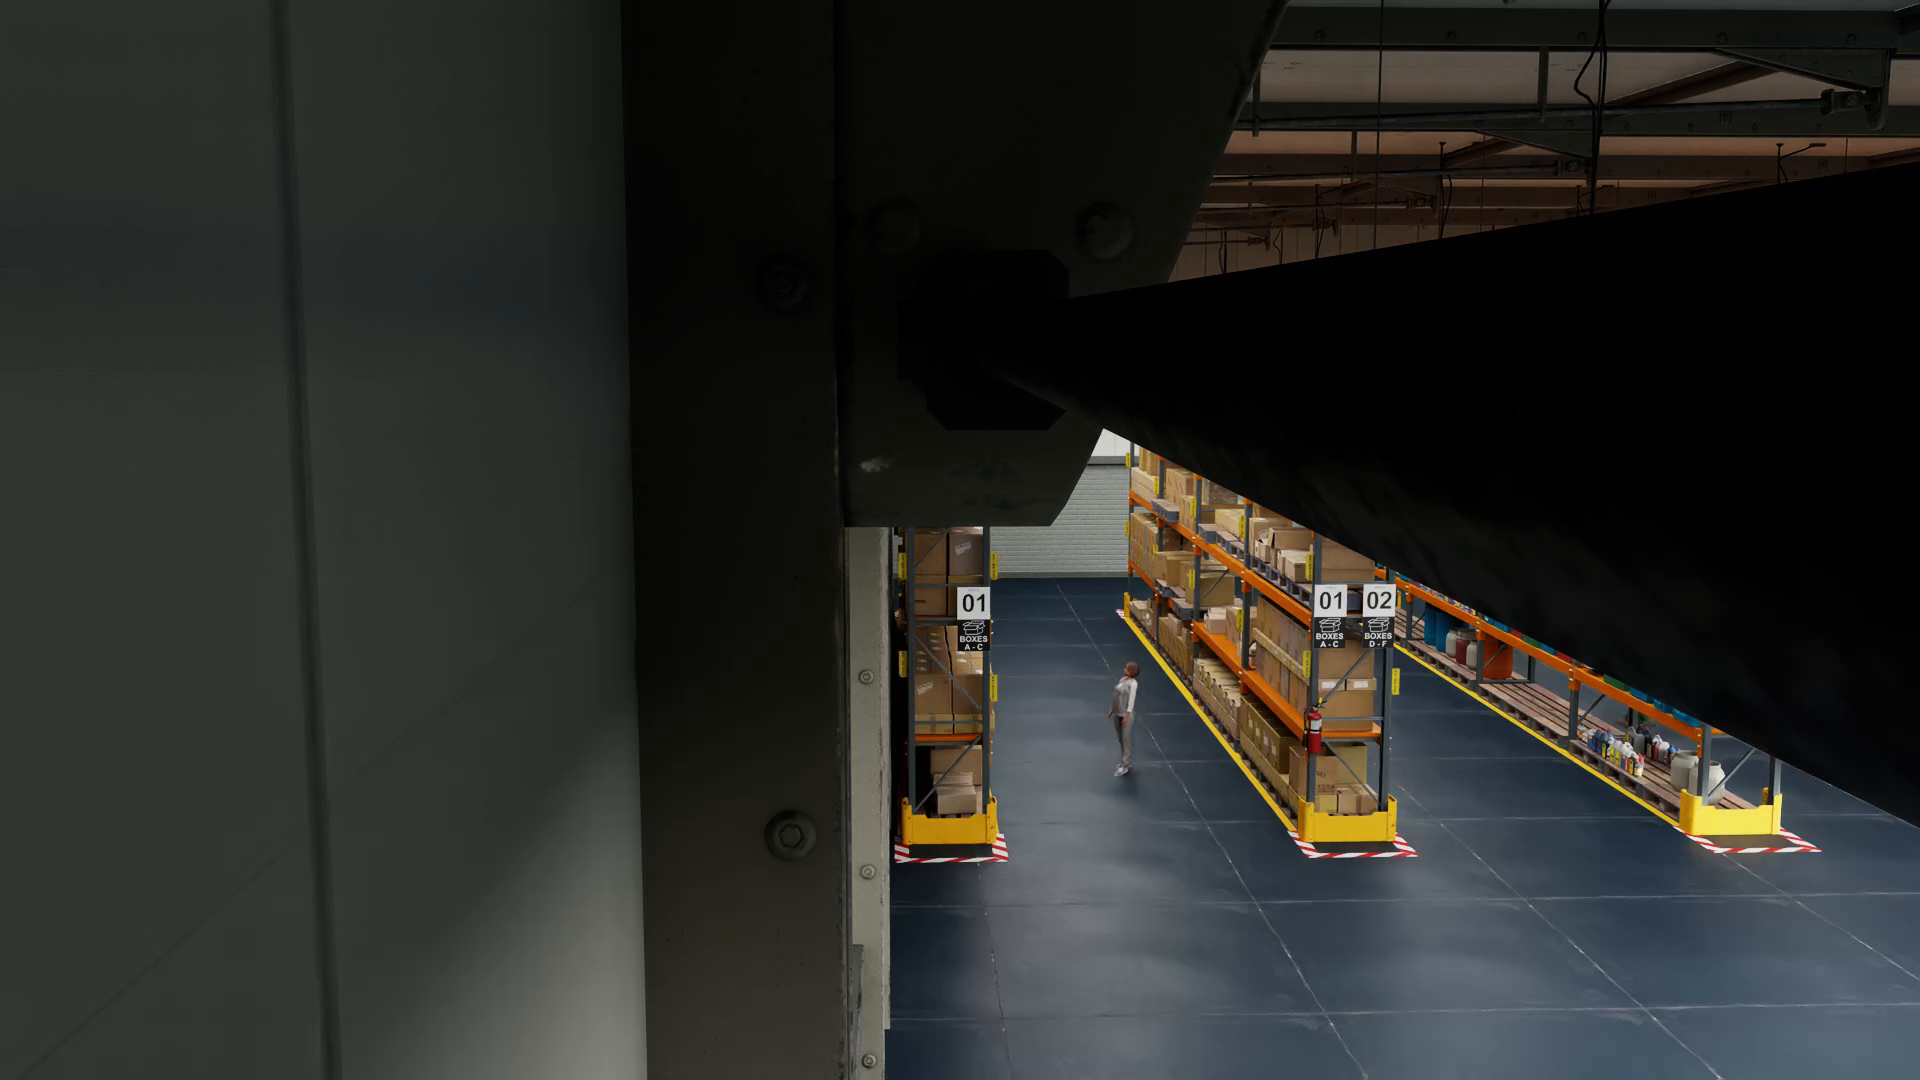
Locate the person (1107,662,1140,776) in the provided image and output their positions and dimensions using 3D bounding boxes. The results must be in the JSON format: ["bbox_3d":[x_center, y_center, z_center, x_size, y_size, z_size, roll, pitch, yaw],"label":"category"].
[{"bbox_3d":[2.320,2.533,23.714,0.490,1.596,0.439,-6,9,-38],"label":"person"}]

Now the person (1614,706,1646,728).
[{"bbox_3d":[10.670,2.093,26.213,0.522,1.798,0.556,1,7,11],"label":"person"}]
